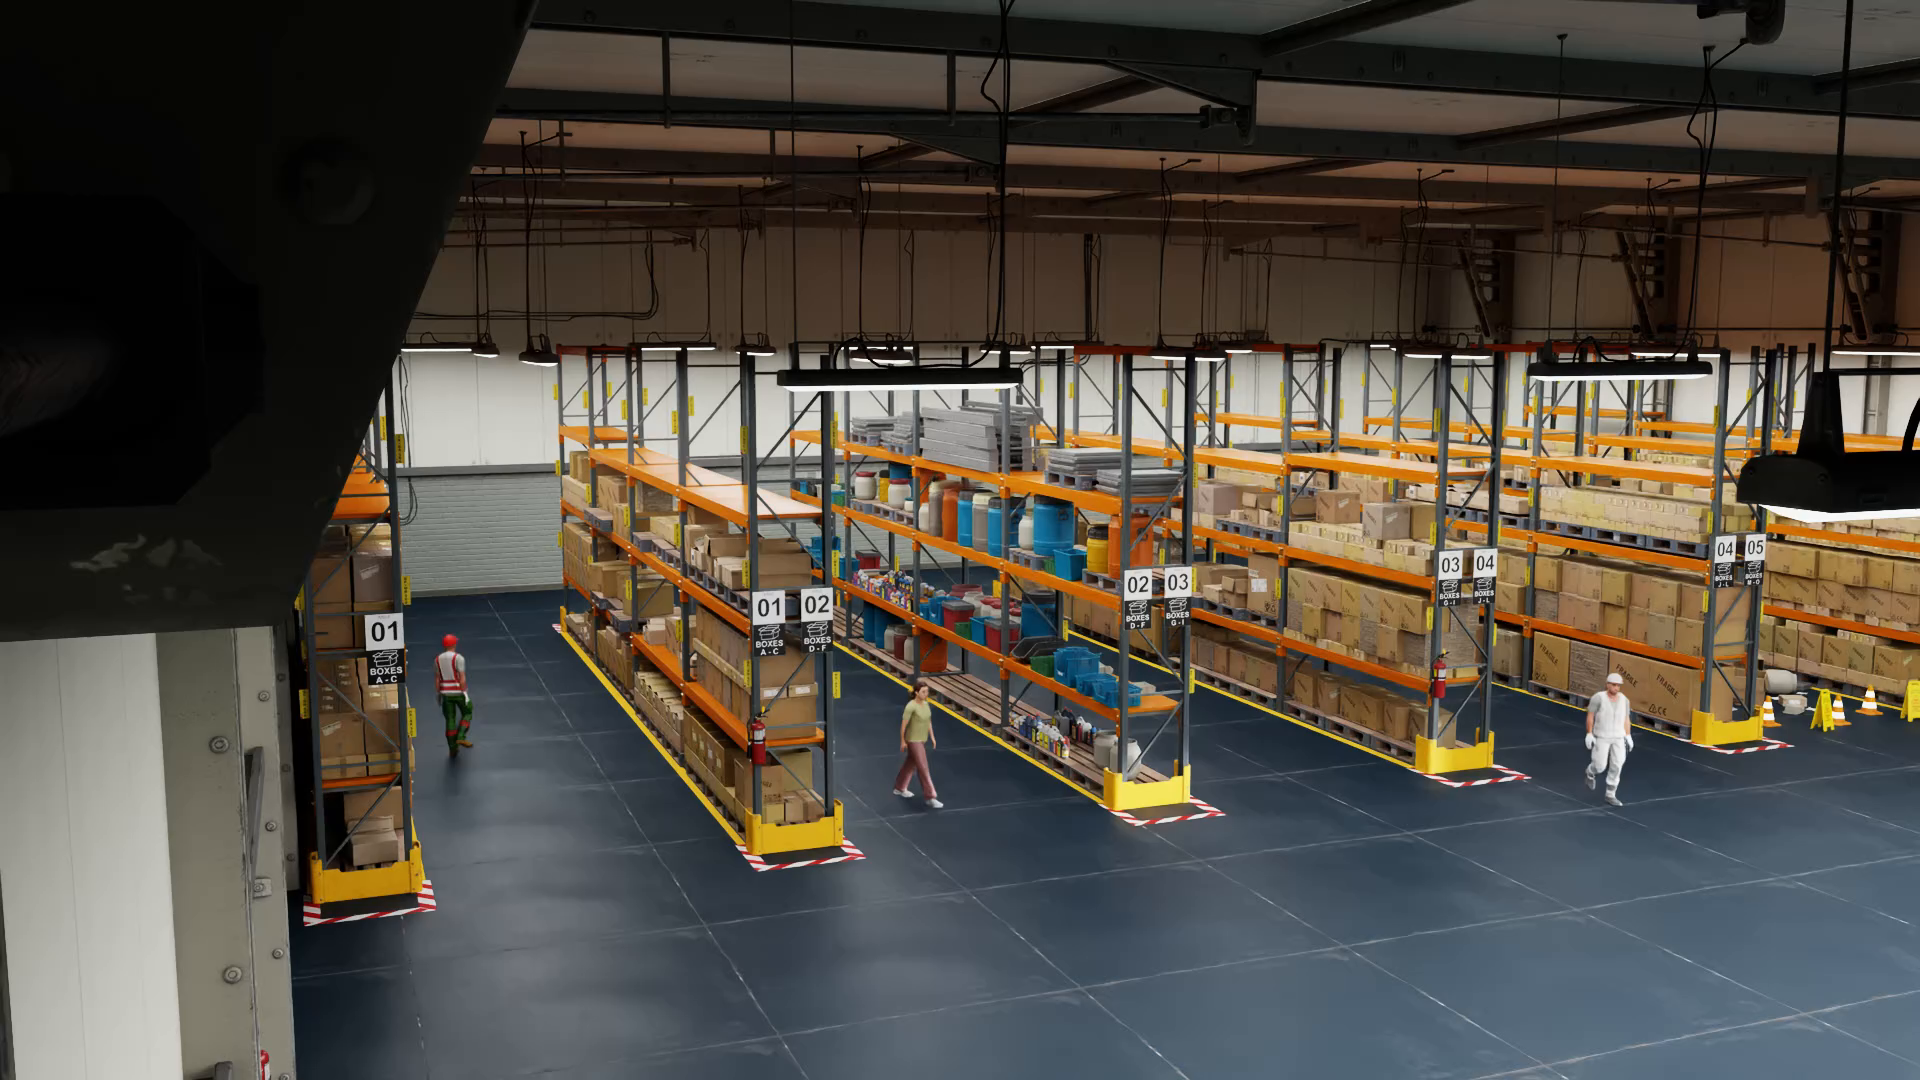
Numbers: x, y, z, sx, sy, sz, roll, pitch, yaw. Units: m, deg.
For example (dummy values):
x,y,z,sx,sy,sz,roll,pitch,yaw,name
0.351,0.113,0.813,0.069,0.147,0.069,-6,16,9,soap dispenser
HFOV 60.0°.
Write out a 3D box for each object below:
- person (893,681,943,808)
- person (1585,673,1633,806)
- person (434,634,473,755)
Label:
x,y,z,sx,sy,sz,roll,pitch,yaw,name
-0.529,2.684,22.213,0.928,1.624,0.491,4,8,29,person
8.654,2.626,22.244,0.627,1.777,0.587,0,7,-1,person
-7.567,2.298,24.796,0.570,1.779,0.499,0,7,-4,person
